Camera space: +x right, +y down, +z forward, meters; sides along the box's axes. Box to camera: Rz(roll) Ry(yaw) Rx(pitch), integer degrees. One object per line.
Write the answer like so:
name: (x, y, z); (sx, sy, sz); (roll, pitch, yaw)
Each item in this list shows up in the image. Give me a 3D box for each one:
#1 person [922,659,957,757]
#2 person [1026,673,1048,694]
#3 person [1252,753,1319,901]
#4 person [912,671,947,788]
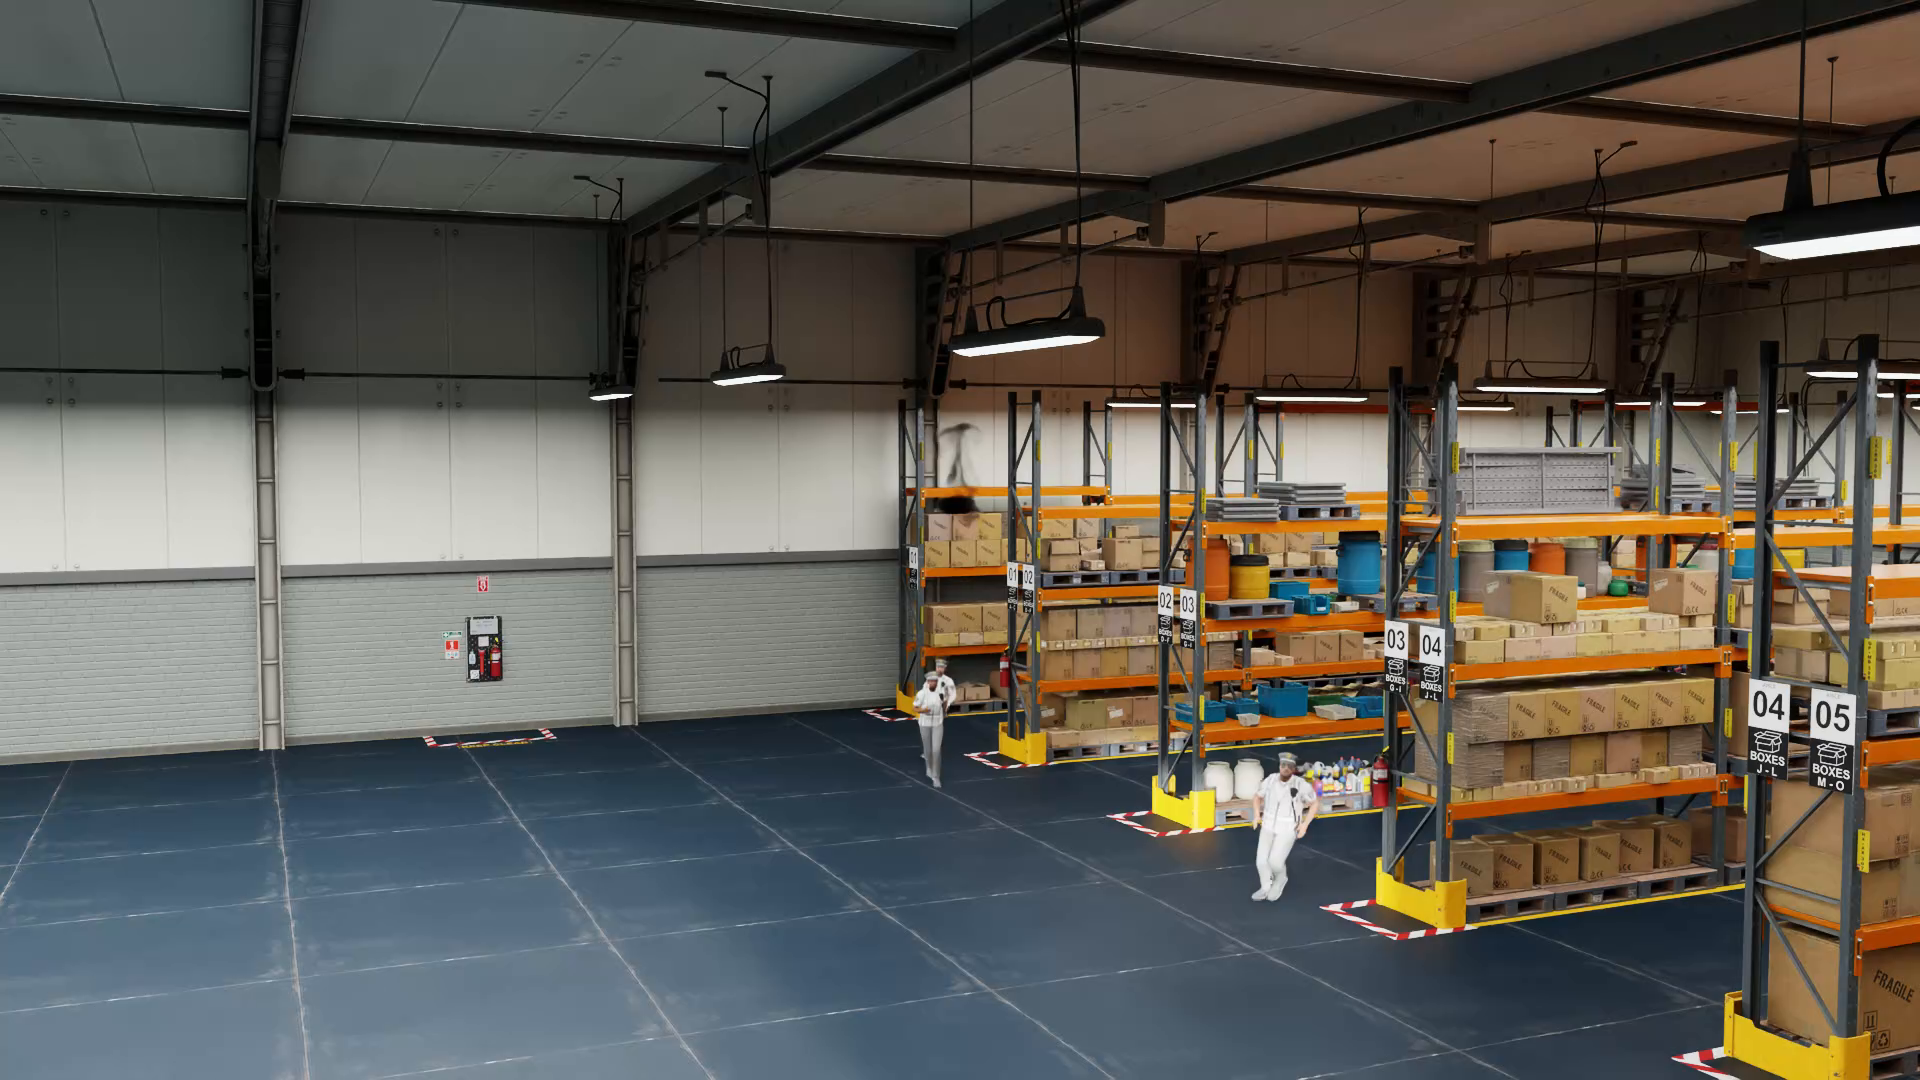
person: (-0.358, 2.752, 27.316); (0.673, 1.641, 0.523); (1, 4, 20)
person: (1.394, 2.586, 29.241); (0.594, 1.738, 0.746); (-2, 4, -30)
person: (3.586, 3.214, 18.576); (0.721, 1.717, 0.568); (2, 4, 34)
person: (-0.455, 2.845, 25.247); (0.555, 1.747, 0.816); (0, 3, -4)
